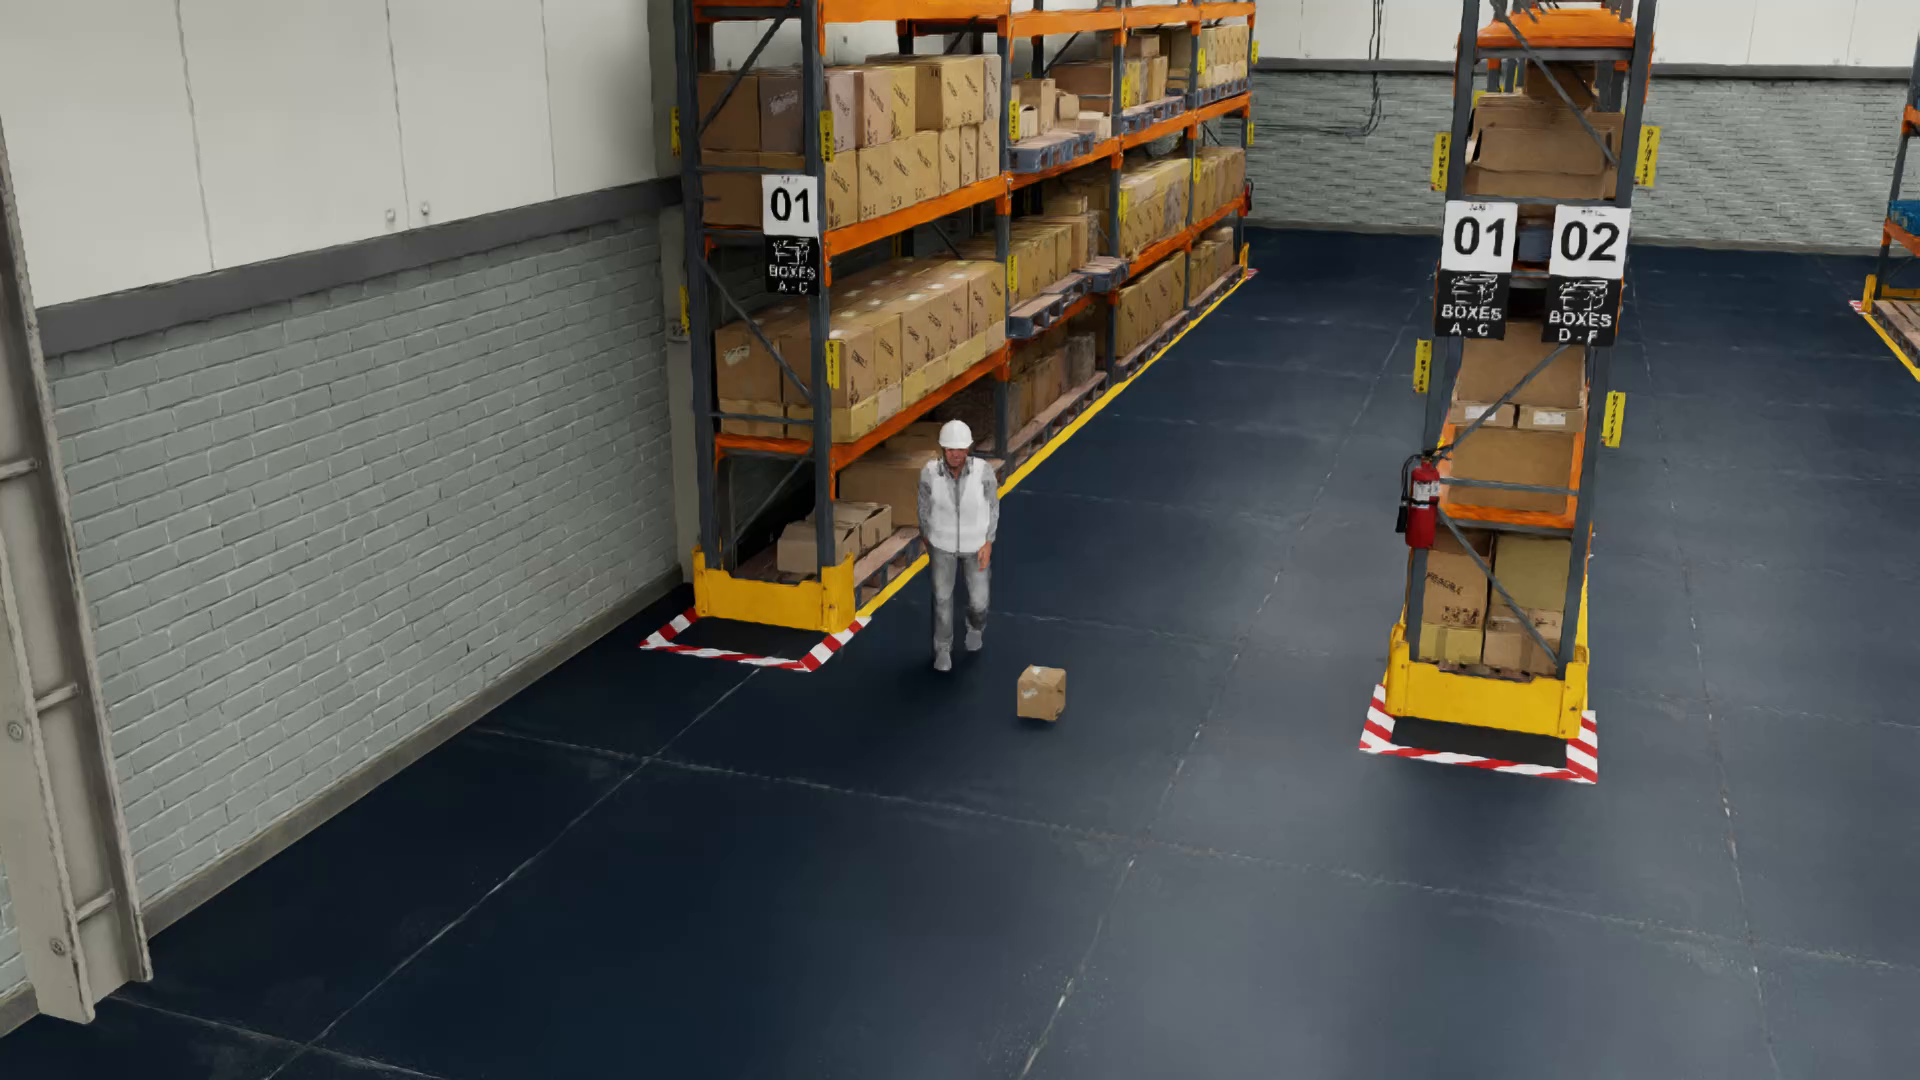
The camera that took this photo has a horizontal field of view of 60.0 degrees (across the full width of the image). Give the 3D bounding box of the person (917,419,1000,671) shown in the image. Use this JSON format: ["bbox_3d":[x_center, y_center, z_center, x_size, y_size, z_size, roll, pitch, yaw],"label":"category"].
[{"bbox_3d":[-0.011,0.017,10.991,0.546,1.751,0.670,0,19,1],"label":"person"}]
